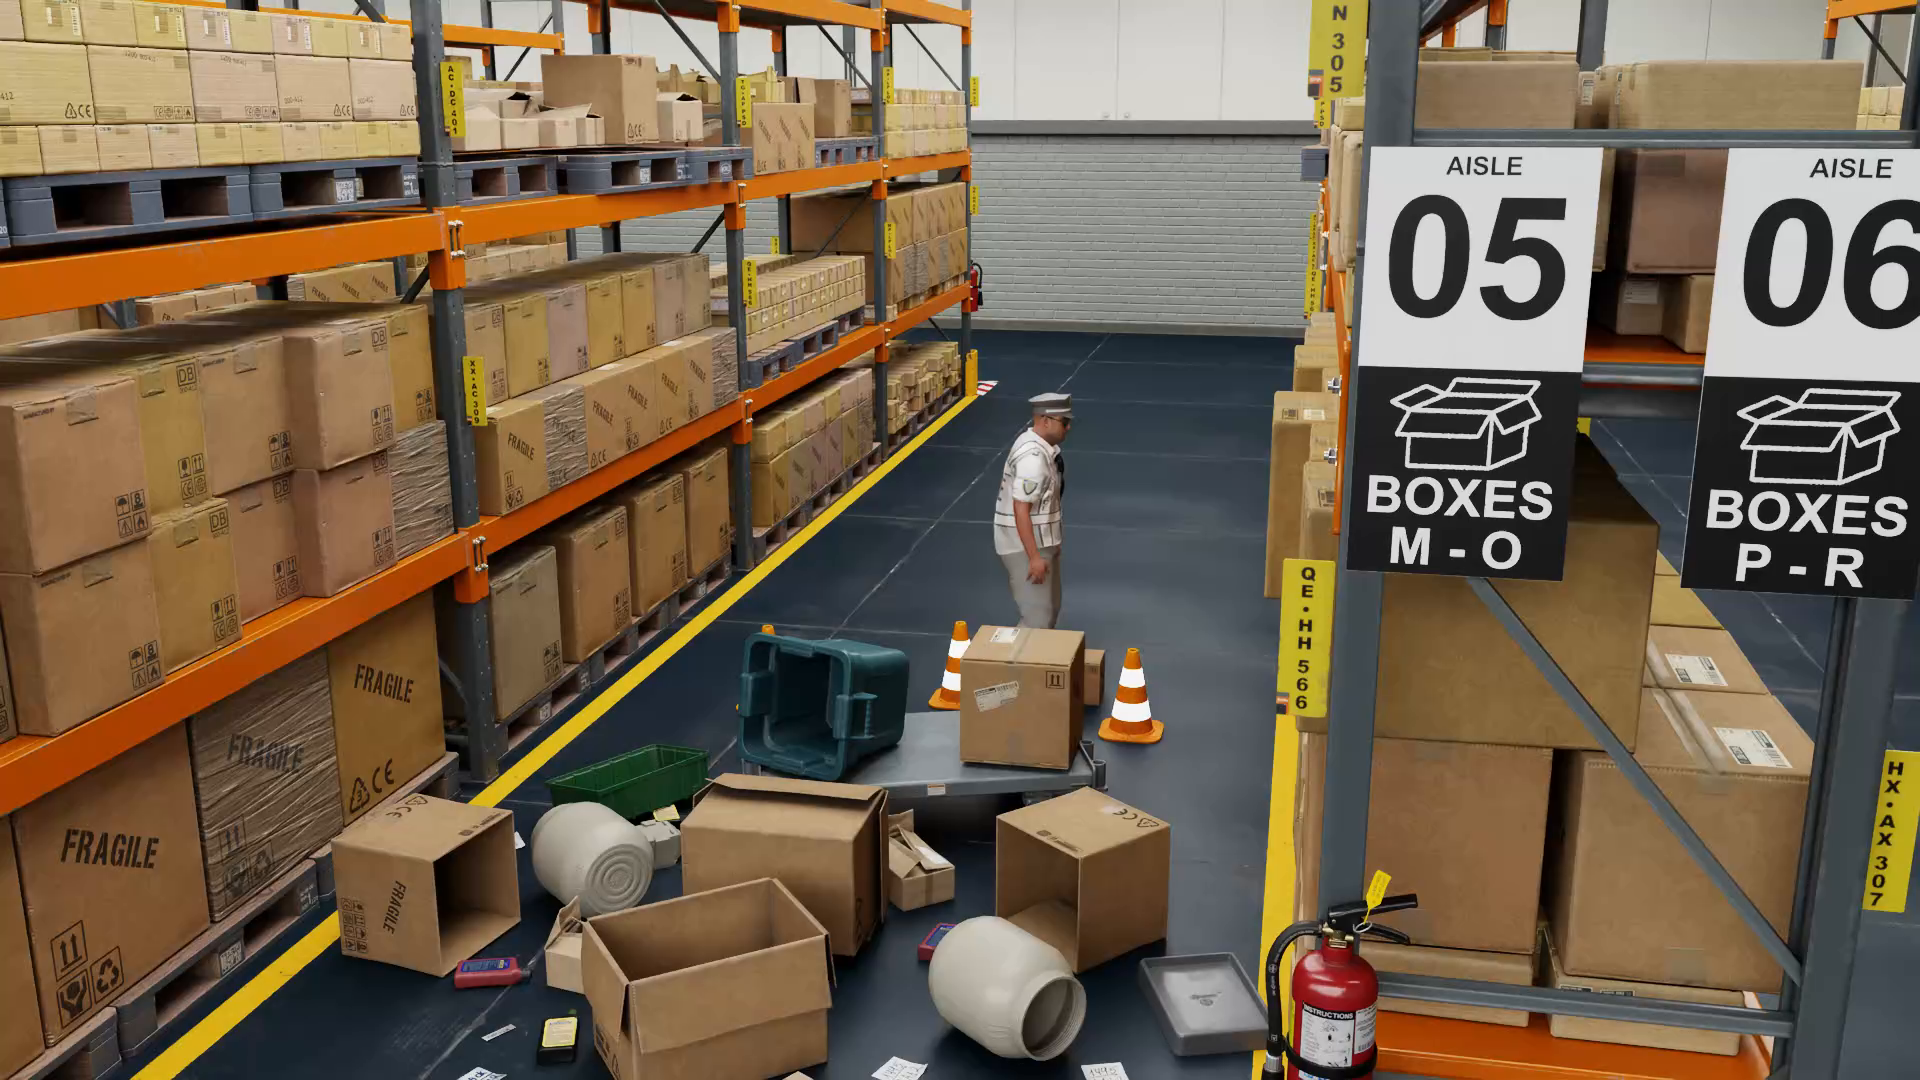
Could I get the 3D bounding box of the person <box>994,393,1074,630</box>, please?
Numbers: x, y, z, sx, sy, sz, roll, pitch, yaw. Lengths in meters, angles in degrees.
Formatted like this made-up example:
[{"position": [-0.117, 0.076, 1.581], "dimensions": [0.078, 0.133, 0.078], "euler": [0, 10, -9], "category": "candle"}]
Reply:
[{"position": [0.417, 0.041, 9.337], "dimensions": [0.436, 1.748, 0.587], "euler": [3, 15, 12], "category": "person"}]
